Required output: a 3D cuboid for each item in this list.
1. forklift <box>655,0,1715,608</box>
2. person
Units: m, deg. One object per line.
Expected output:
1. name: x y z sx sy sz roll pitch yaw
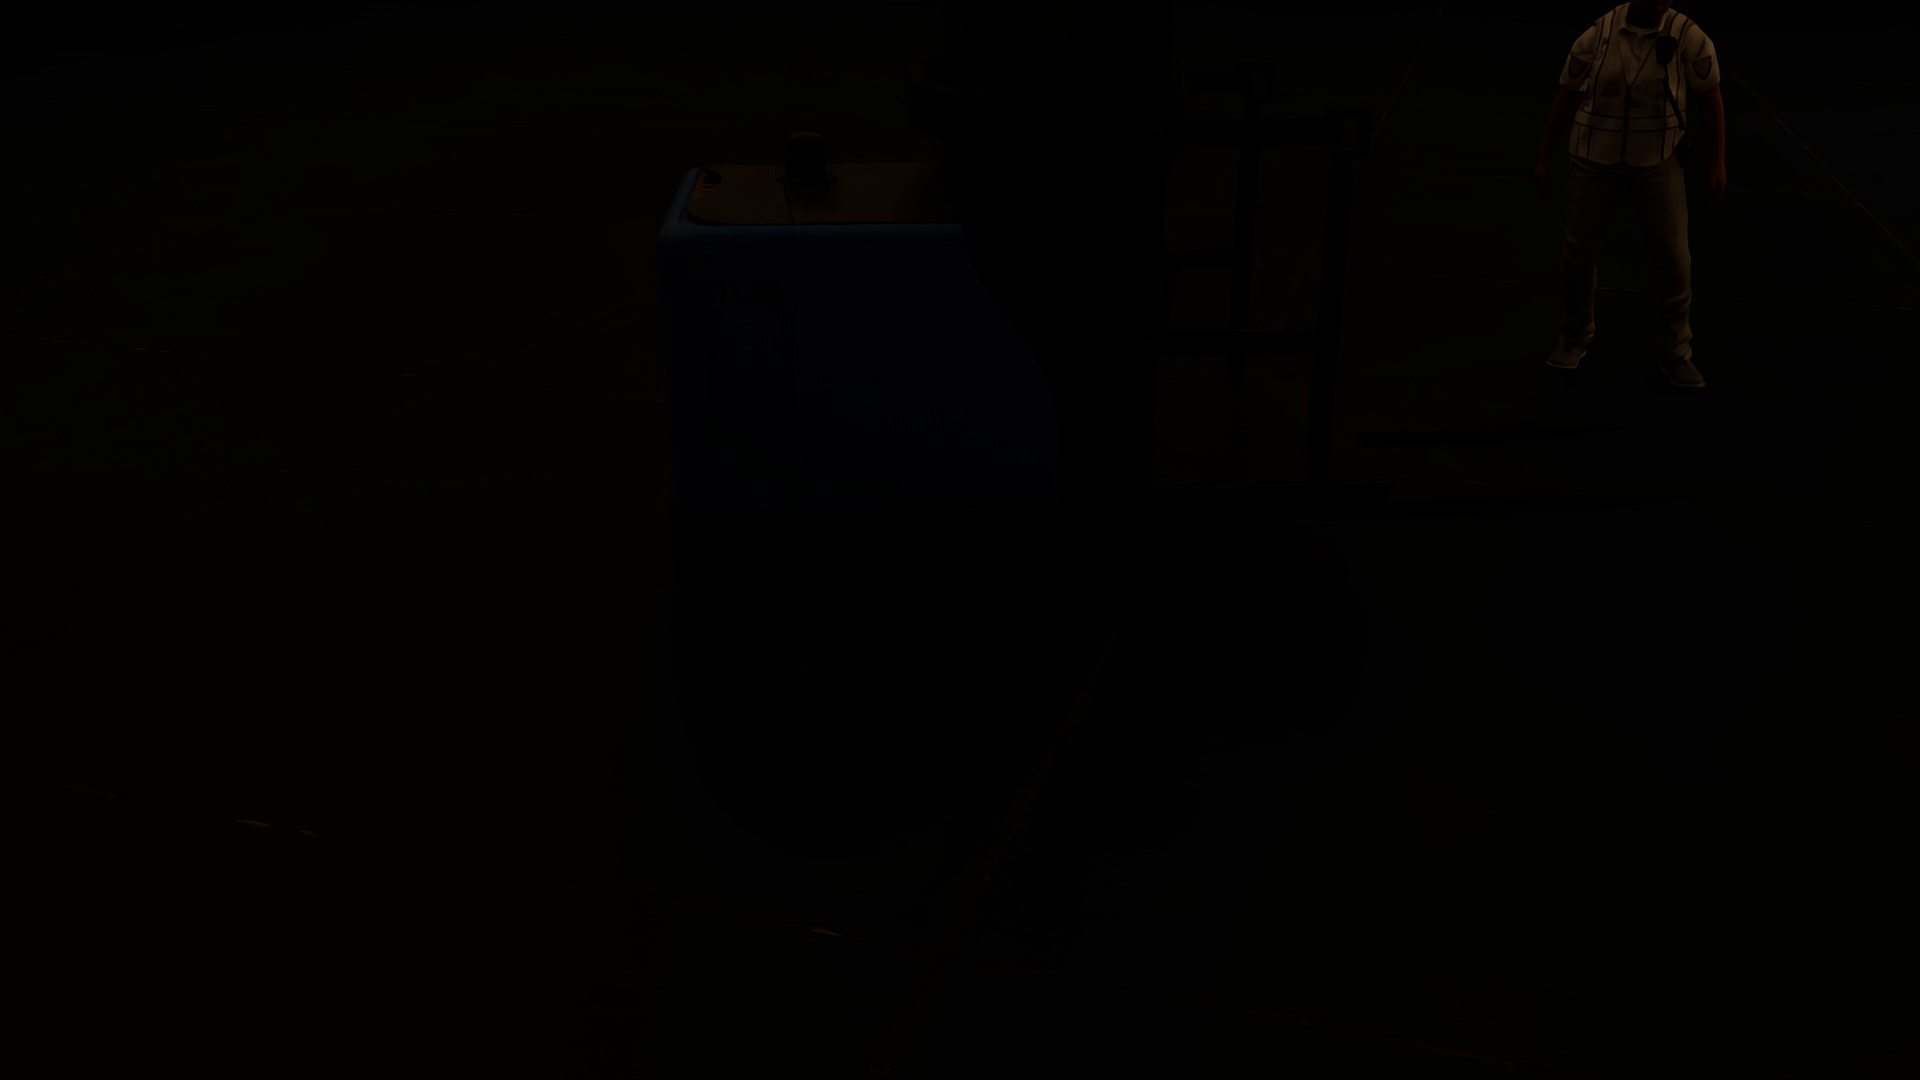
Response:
1. forklift: 0.682 -1.374 4.608 3.031 2.935 1.130 -2 22 -4
2. person: 2.648 -1.374 6.552 0.769 1.455 0.400 10 24 23
